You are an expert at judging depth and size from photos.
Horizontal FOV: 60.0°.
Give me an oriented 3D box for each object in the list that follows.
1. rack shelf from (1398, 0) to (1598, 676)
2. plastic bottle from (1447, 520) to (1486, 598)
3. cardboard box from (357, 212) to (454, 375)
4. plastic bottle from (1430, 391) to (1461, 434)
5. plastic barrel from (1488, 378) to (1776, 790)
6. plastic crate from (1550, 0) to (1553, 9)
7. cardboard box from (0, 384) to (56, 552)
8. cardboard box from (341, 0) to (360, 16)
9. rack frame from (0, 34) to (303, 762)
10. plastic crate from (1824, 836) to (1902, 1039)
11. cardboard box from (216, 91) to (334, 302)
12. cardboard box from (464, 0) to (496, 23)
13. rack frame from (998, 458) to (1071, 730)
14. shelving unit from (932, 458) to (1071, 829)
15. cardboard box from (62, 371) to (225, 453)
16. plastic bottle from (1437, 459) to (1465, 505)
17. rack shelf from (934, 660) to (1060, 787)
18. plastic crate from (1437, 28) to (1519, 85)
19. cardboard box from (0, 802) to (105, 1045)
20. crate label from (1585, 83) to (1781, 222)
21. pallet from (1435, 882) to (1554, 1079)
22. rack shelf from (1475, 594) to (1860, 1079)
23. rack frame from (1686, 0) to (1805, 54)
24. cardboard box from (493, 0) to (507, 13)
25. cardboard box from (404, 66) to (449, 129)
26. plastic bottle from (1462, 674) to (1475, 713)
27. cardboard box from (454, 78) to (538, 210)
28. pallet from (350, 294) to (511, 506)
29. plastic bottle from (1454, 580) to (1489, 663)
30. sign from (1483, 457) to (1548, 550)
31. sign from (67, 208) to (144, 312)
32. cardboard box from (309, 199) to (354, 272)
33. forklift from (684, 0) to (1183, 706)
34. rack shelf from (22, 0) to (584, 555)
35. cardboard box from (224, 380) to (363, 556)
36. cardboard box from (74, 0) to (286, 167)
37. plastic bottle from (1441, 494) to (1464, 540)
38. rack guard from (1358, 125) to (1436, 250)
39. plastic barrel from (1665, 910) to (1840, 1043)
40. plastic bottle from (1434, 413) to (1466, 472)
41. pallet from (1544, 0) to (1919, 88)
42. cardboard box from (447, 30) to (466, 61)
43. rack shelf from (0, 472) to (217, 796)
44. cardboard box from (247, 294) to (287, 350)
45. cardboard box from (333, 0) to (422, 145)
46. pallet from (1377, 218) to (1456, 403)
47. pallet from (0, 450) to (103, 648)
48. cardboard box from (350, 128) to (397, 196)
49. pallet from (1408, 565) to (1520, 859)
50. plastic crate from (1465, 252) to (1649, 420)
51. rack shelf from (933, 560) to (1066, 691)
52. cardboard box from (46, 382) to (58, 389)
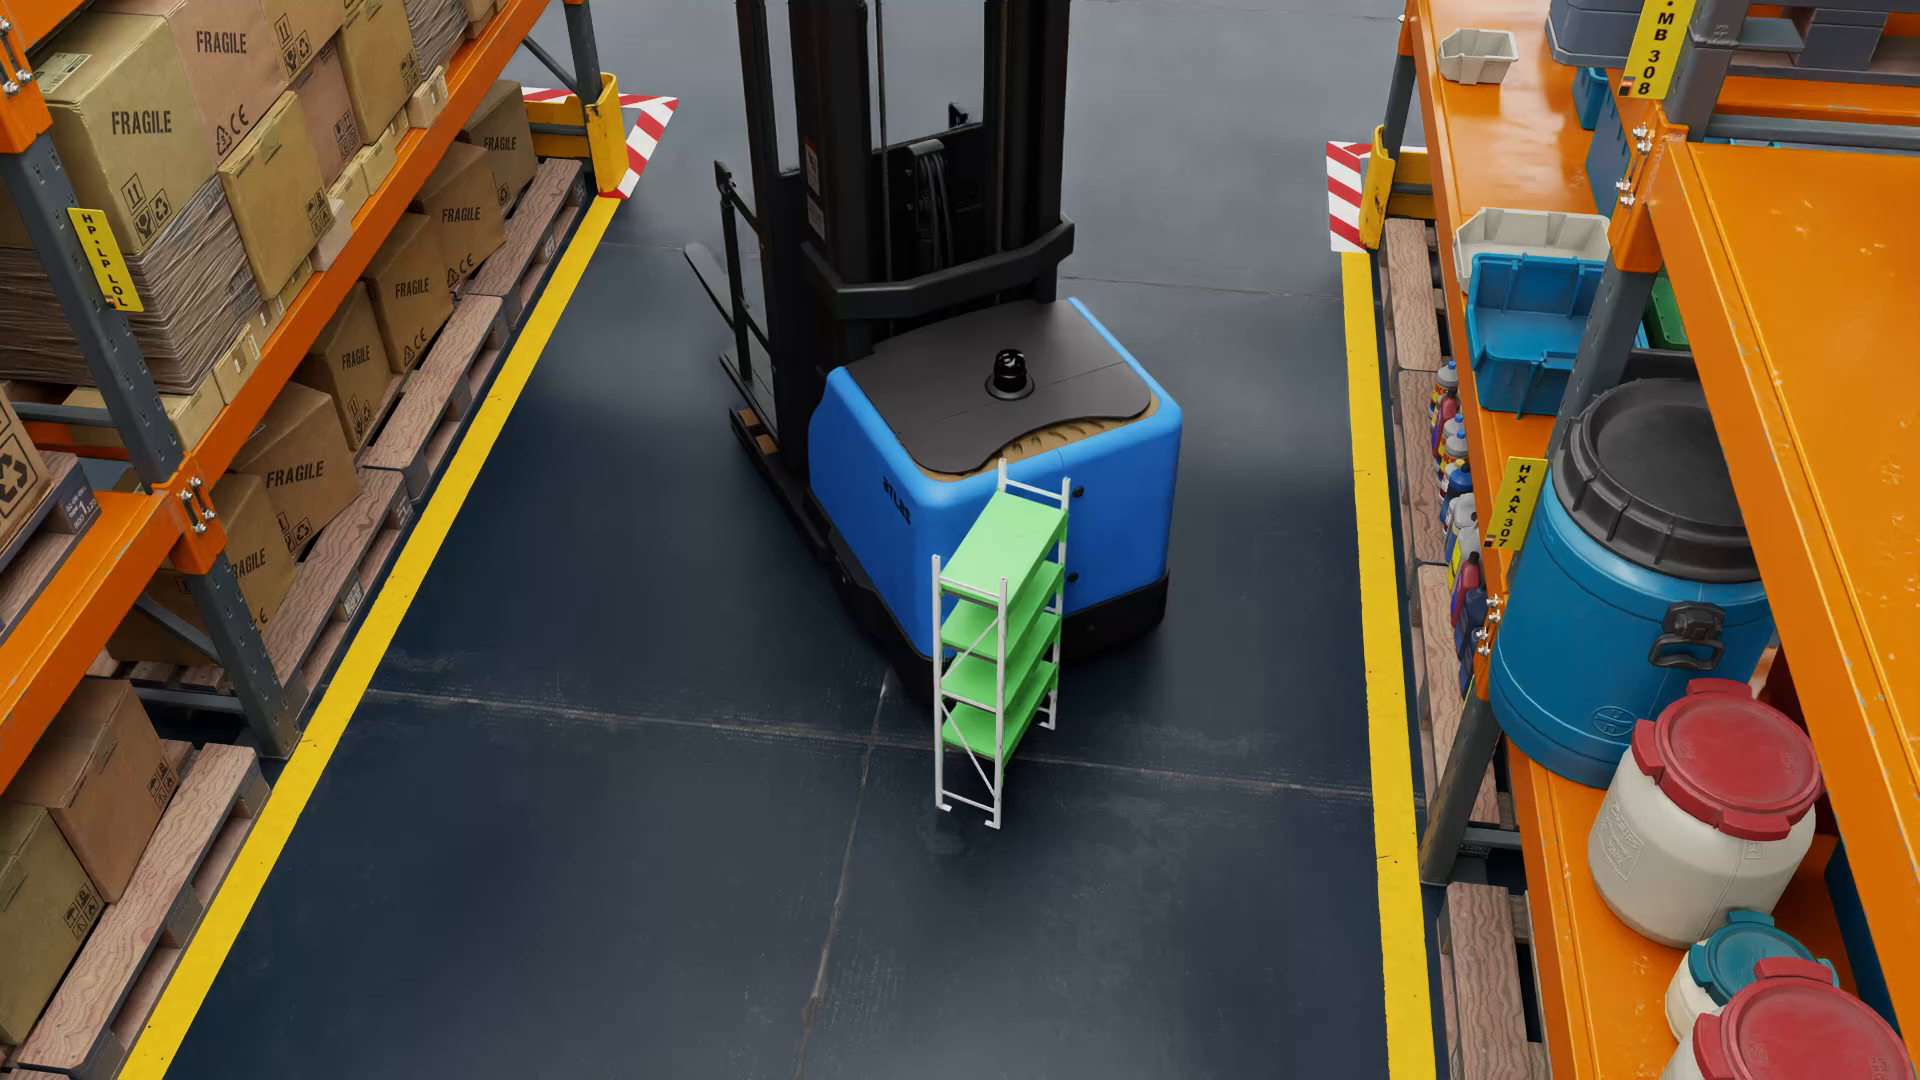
[{"bbox_3d":[2.299,-1.039,6.189,1.077,0.370,4.000,5,44,6],"label":"rack shelf"},{"bbox_3d":[1.902,0.049,6.123,0.144,0.351,0.185,5,44,5],"label":"plastic bottle"},{"bbox_3d":[-2.592,-1.099,7.241,0.500,0.500,0.500,9,44,9],"label":"cardboard box"},{"bbox_3d":[2.001,-0.529,6.842,0.097,0.201,0.097,0,43,0],"label":"plastic bottle"},{"bbox_3d":[1.683,0.117,4.081,0.600,0.901,0.708,5,44,6],"label":"plastic barrel"},{"bbox_3d":[2.793,-2.241,7.043,0.499,0.251,0.616,5,44,6],"label":"plastic crate"},{"bbox_3d":[-3.119,-0.229,4.068,1.000,1.000,1.000,6,44,6],"label":"cardboard box"},{"bbox_3d":[-2.378,-2.202,5.877,0.500,0.500,0.500,5,44,6],"label":"cardboard box"},{"bbox_3d":[-2.875,-0.387,4.977,1.000,3.000,0.127,5,44,6],"label":"rack frame"},{"bbox_3d":[2.197,0.849,3.684,0.392,0.384,0.575,5,44,6],"label":"plastic crate"},{"bbox_3d":[-2.654,-1.170,5.515,0.875,0.500,0.500,5,44,6],"label":"cardboard box"},{"bbox_3d":[-2.394,-2.534,6.955,0.875,0.500,0.500,5,44,6],"label":"cardboard box"},{"bbox_3d":[0.235,0.214,5.651,0.240,1.200,0.015,18,46,18],"label":"rack frame"},{"bbox_3d":[0.131,0.366,5.491,0.258,1.200,0.503,18,46,18],"label":"shelving unit"},{"bbox_3d":[-2.549,-0.415,5.190,0.380,0.149,0.250,5,44,6],"label":"cardboard box"},{"bbox_3d":[1.943,-0.230,6.527,0.097,0.201,0.097,0,43,0],"label":"plastic bottle"},{"bbox_3d":[0.131,0.587,5.700,0.258,0.148,0.480,18,46,18],"label":"rack shelf"},{"bbox_3d":[2.126,-1.987,6.858,0.298,0.136,0.250,5,44,6],"label":"plastic crate"},{"bbox_3d":[-3.060,1.100,4.904,0.700,0.500,0.500,5,44,5],"label":"cardboard box"},{"bbox_3d":[2.588,-1.397,6.018,0.502,0.435,0.616,5,44,6],"label":"crate label"},{"bbox_3d":[1.969,1.614,4.892,1.003,0.211,1.213,5,44,6],"label":"pallet"},{"bbox_3d":[1.770,1.687,3.310,1.077,0.370,4.000,5,44,6],"label":"rack shelf"},{"bbox_3d":[2.034,-2.115,2.439,1.000,3.000,0.127,5,44,6],"label":"rack frame"},{"bbox_3d":[-2.195,-2.464,7.353,0.380,0.149,0.250,5,44,6],"label":"cardboard box"},{"bbox_3d":[-2.274,-1.777,6.628,0.380,0.149,0.250,5,44,6],"label":"cardboard box"},{"bbox_3d":[1.771,0.532,5.662,0.061,0.283,0.133,7,44,8],"label":"plastic bottle"},{"bbox_3d":[-2.446,-1.934,8.124,0.500,0.500,0.500,13,45,13],"label":"cardboard box"},{"bbox_3d":[-2.663,-0.669,7.304,1.003,0.211,1.213,5,44,6],"label":"pallet"},{"bbox_3d":[1.859,0.269,5.891,0.144,0.351,0.185,3,44,3],"label":"plastic bottle"},{"bbox_3d":[1.490,-0.095,4.467,0.100,0.325,0.005,5,44,6],"label":"sign"},{"bbox_3d":[-2.325,-0.760,4.529,0.100,0.325,0.005,5,44,6],"label":"sign"},{"bbox_3d":[-2.400,-1.095,5.908,0.380,0.149,0.250,5,44,6],"label":"cardboard box"},{"bbox_3d":[-0.332,-1.476,6.177,1.130,2.935,3.031,-19,47,-19],"label":"forklift"},{"bbox_3d":[-2.611,-1.489,6.664,1.077,0.370,4.000,5,44,6],"label":"rack shelf"},{"bbox_3d":[-2.715,-0.292,6.389,0.500,0.500,0.500,19,46,19],"label":"cardboard box"},{"bbox_3d":[-2.499,-1.519,5.156,0.500,0.500,0.500,5,44,6],"label":"cardboard box"},{"bbox_3d":[1.916,-0.090,6.379,0.097,0.201,0.097,0,43,0],"label":"plastic bottle"},{"bbox_3d":[2.600,-1.699,8.181,1.175,0.500,0.348,5,44,6],"label":"rack guard"},{"bbox_3d":[1.707,1.001,3.612,0.301,0.262,0.301,0,43,0],"label":"plastic barrel"},{"bbox_3d":[1.969,-0.391,6.646,0.097,0.271,0.097,0,43,0],"label":"plastic bottle"},{"bbox_3d":[2.033,-1.458,4.064,1.213,0.211,1.003,5,44,6],"label":"pallet"},{"bbox_3d":[-2.318,-2.128,6.999,0.380,0.149,0.250,5,44,6],"label":"cardboard box"},{"bbox_3d":[-3.140,1.237,3.785,1.077,0.370,4.000,5,44,6],"label":"rack shelf"},{"bbox_3d":[-2.497,-0.757,5.551,0.380,0.149,0.250,5,44,6],"label":"cardboard box"},{"bbox_3d":[-2.580,-1.857,6.241,0.875,0.500,0.500,5,44,6],"label":"cardboard box"},{"bbox_3d":[2.487,-1.041,7.696,1.003,0.211,1.213,5,44,6],"label":"pallet"},{"bbox_3d":[-3.121,0.190,4.507,1.003,0.211,1.213,5,44,6],"label":"pallet"},{"bbox_3d":[-2.364,-1.439,6.271,0.380,0.149,0.250,5,44,6],"label":"cardboard box"},{"bbox_3d":[2.164,0.622,5.940,1.003,0.211,1.213,5,44,6],"label":"pallet"},{"bbox_3d":[1.911,-0.662,5.376,0.499,0.251,0.616,5,44,6],"label":"plastic crate"},{"bbox_3d":[0.131,0.238,5.370,0.258,0.148,0.480,18,46,18],"label":"rack shelf"},{"bbox_3d":[-3.096,-0.639,5.426,0.380,0.149,0.250,5,44,6],"label":"cardboard box"}]
